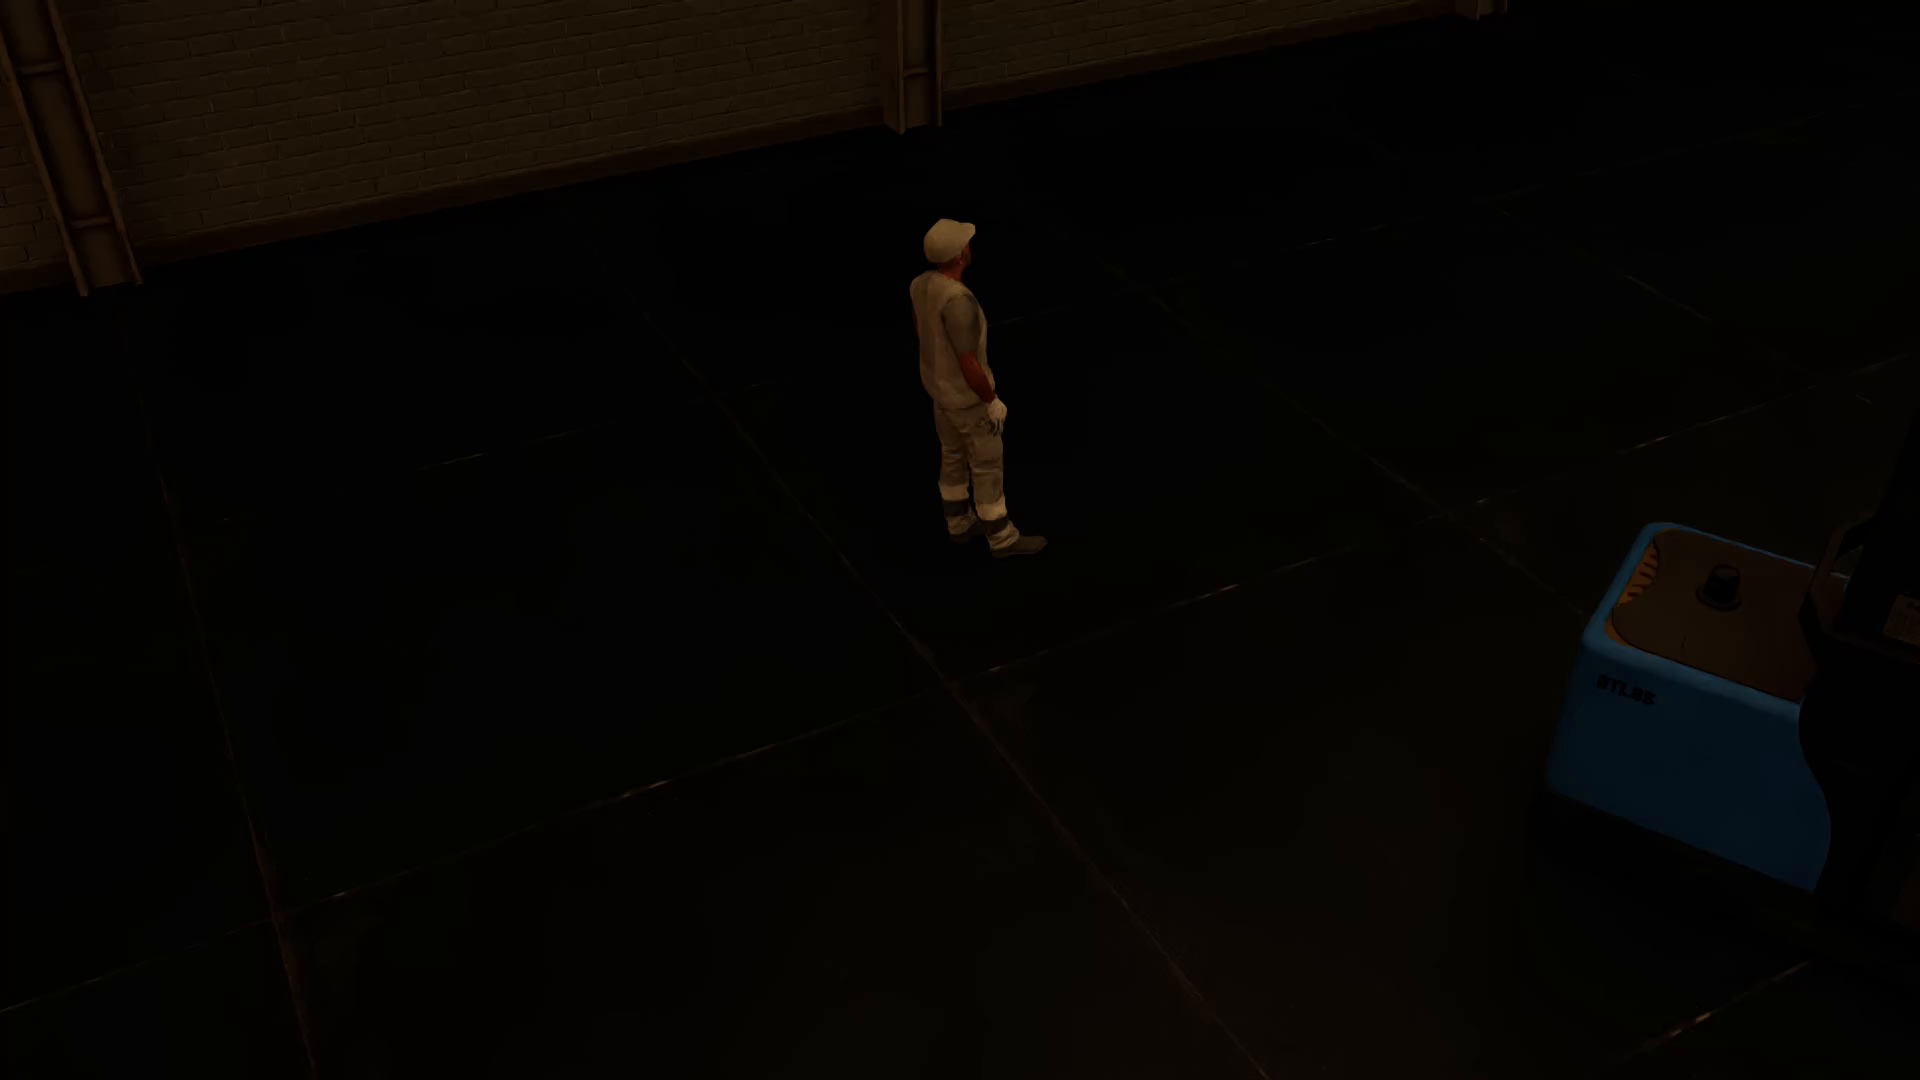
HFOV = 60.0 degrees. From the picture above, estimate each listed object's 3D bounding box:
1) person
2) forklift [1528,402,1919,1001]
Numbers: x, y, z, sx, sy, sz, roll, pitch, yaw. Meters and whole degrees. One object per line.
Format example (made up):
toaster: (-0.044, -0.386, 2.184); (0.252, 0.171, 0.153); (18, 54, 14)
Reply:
person: (0.076, -0.752, 8.165); (0.563, 1.787, 0.637); (-17, 39, -23)
forklift: (3.865, 0.281, 5.725); (3.031, 2.935, 1.130); (21, 40, 27)
